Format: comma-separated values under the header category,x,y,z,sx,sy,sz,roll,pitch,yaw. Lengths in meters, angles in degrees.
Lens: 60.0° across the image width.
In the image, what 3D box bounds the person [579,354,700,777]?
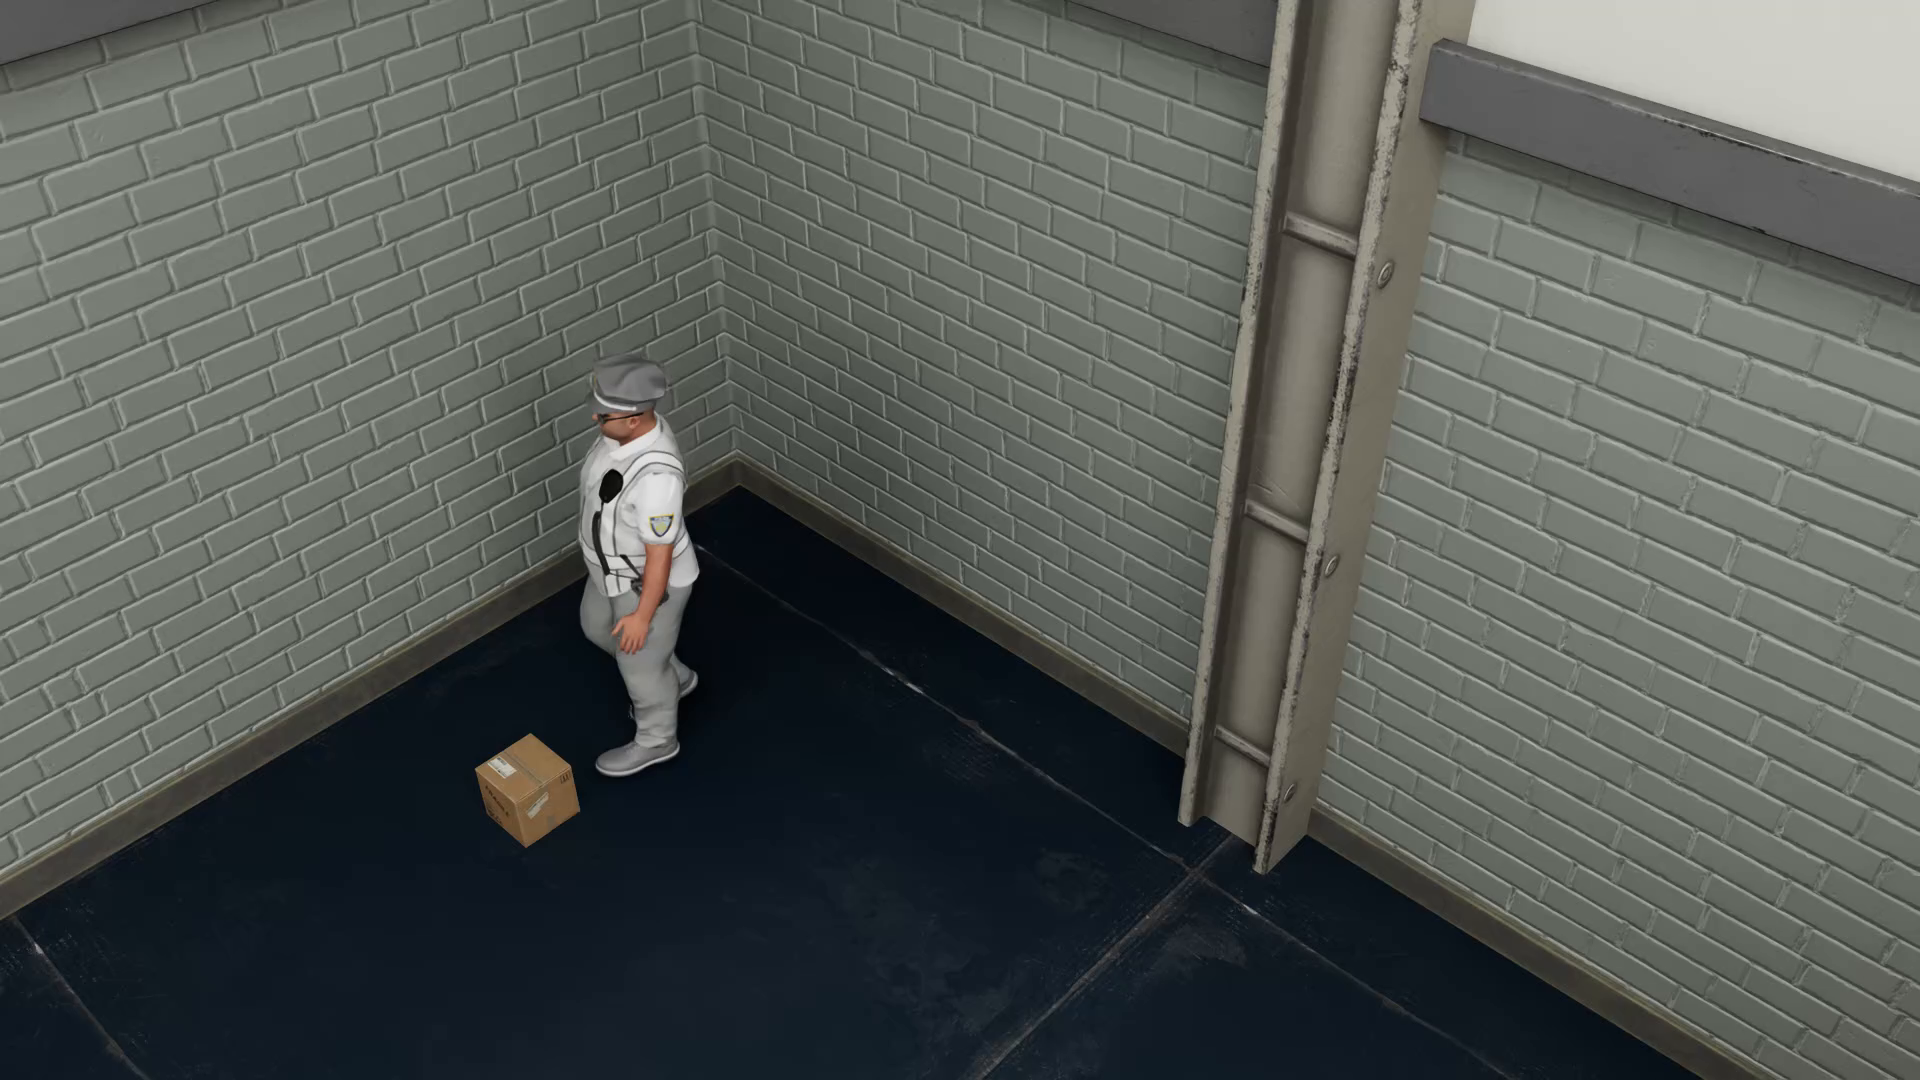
category,x,y,z,sx,sy,sz,roll,pitch,yaw
person,-1.194,0.133,5.974,0.490,1.785,0.556,-15,41,-18
